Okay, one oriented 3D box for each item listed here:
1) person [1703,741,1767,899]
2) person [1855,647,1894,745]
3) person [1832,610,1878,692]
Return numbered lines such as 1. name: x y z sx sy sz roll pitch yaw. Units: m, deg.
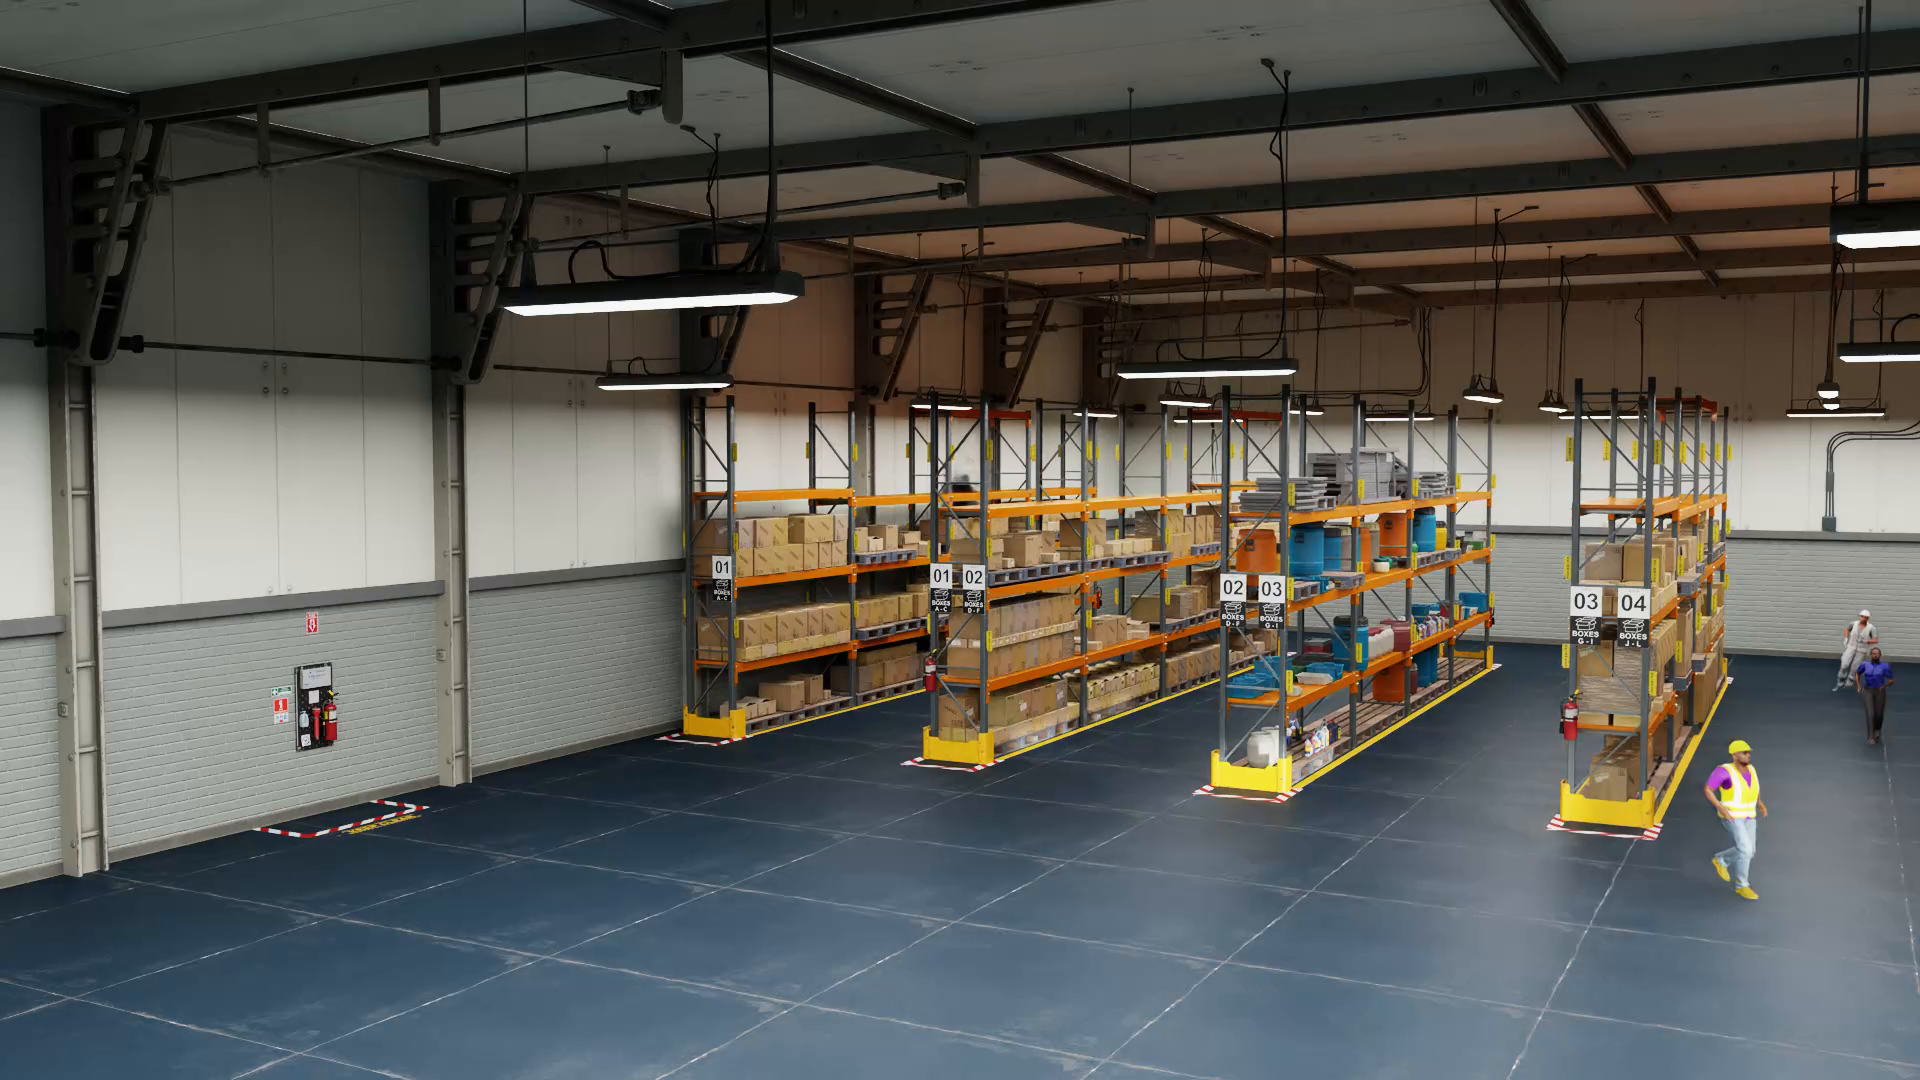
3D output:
1. person: 8.805 3.140 18.916 0.713 1.749 0.729 -1 3 -22
2. person: 15.745 2.666 28.650 0.597 1.647 0.809 2 3 27
3. person: 18.729 2.331 34.731 0.804 1.778 0.720 2 4 39
